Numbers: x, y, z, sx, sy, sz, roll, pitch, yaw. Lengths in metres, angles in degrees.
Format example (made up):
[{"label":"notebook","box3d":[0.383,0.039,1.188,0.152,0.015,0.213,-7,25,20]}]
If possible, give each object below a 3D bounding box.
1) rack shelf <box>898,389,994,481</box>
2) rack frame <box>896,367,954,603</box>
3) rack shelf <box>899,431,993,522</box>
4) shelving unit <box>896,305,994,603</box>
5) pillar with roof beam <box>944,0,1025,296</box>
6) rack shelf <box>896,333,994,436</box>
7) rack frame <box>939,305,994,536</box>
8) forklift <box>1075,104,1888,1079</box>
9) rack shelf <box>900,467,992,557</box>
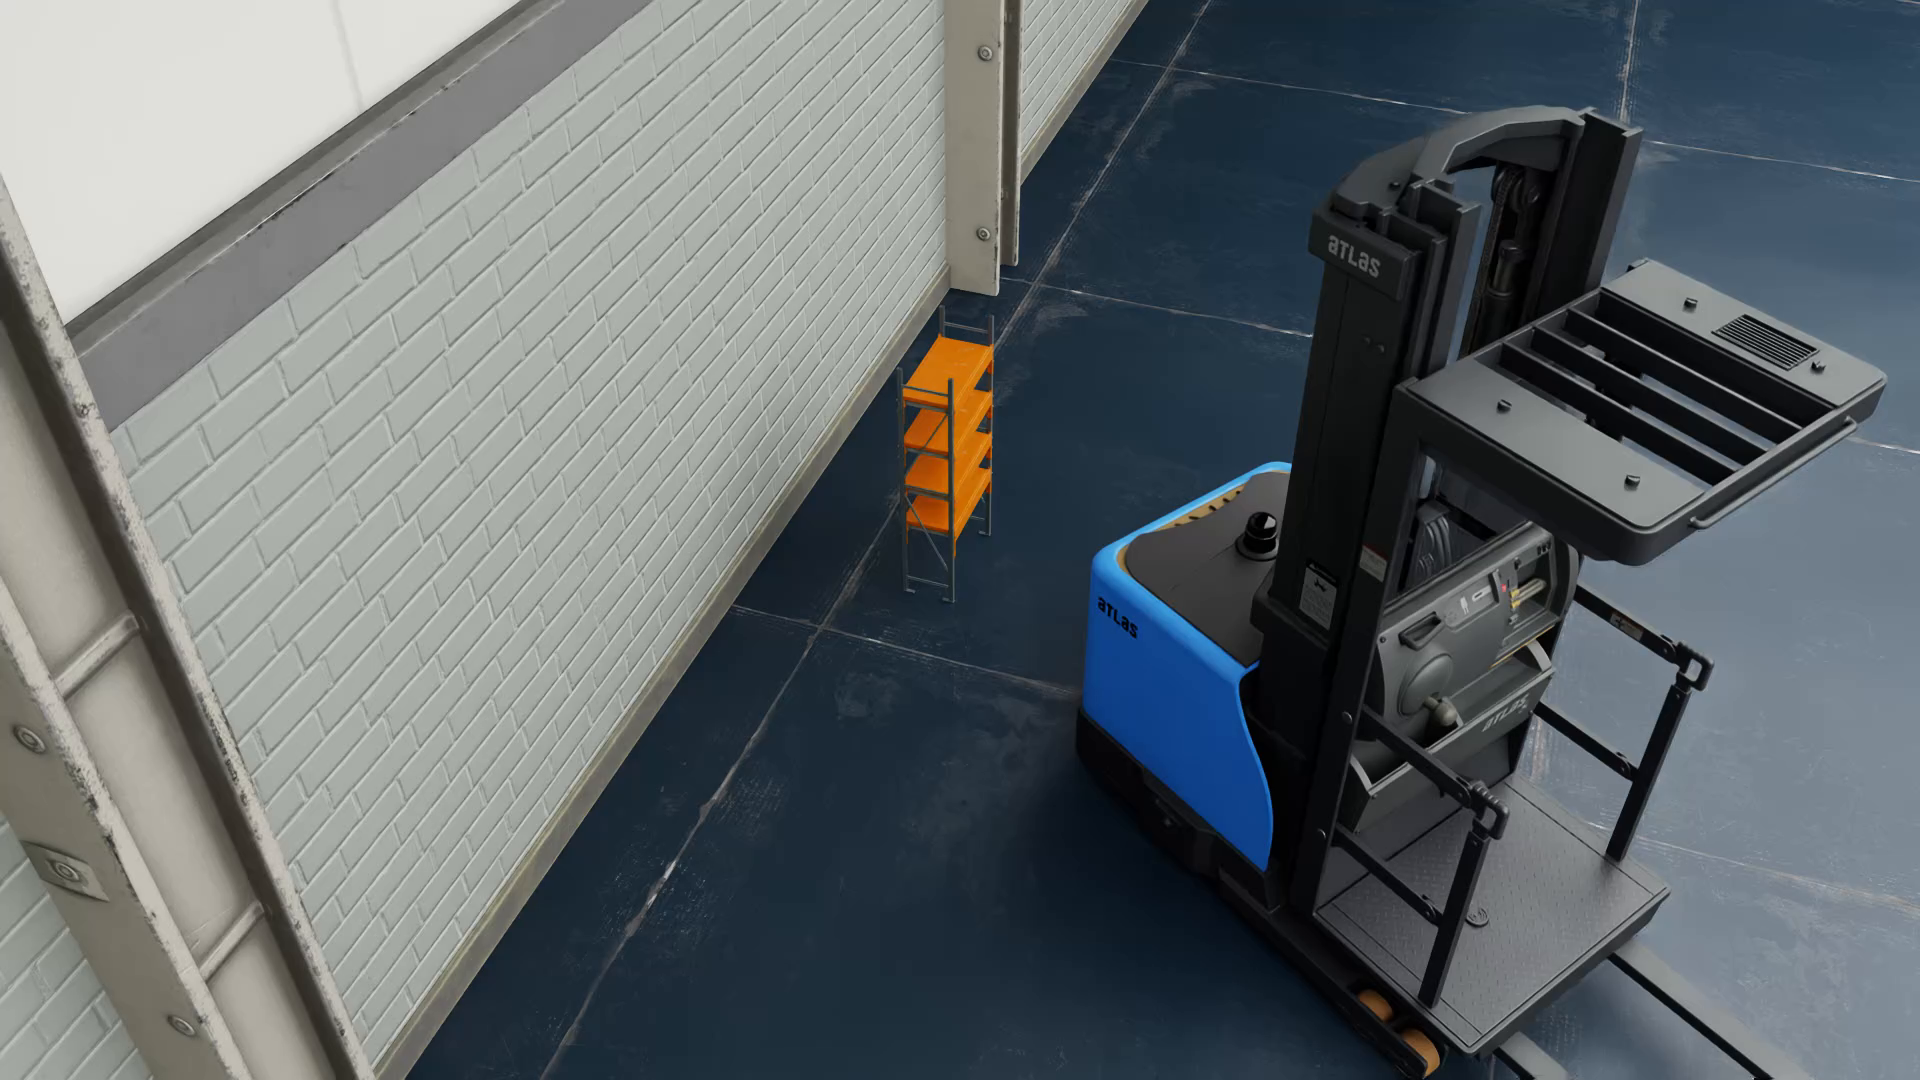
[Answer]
[{"label":"rack shelf","box3d":[-0.057,-0.474,7.094,0.258,0.148,0.480,13,42,15]},{"label":"rack frame","box3d":[-0.140,-0.207,7.021,0.240,1.200,0.015,13,42,15]},{"label":"rack shelf","box3d":[-0.057,-0.304,7.240,0.258,0.148,0.480,13,42,15]},{"label":"shelving unit","box3d":[-0.057,-0.355,7.196,0.258,1.200,0.503,13,42,15]},{"label":"pillar with roof beam","box3d":[4.170,-3.986,5.443,9.100,9.000,0.400,13,42,15]},{"label":"rack shelf","box3d":[-0.057,-0.654,6.941,0.258,0.148,0.480,13,42,15]},{"label":"rack frame","box3d":[0.027,-0.504,7.370,0.240,1.200,0.015,13,42,15]},{"label":"forklift","box3d":[1.749,0.325,5.065,1.130,2.935,3.031,-26,47,-27]},{"label":"rack shelf","box3d":[-0.057,-0.153,7.368,0.258,0.148,0.480,13,42,15]}]
